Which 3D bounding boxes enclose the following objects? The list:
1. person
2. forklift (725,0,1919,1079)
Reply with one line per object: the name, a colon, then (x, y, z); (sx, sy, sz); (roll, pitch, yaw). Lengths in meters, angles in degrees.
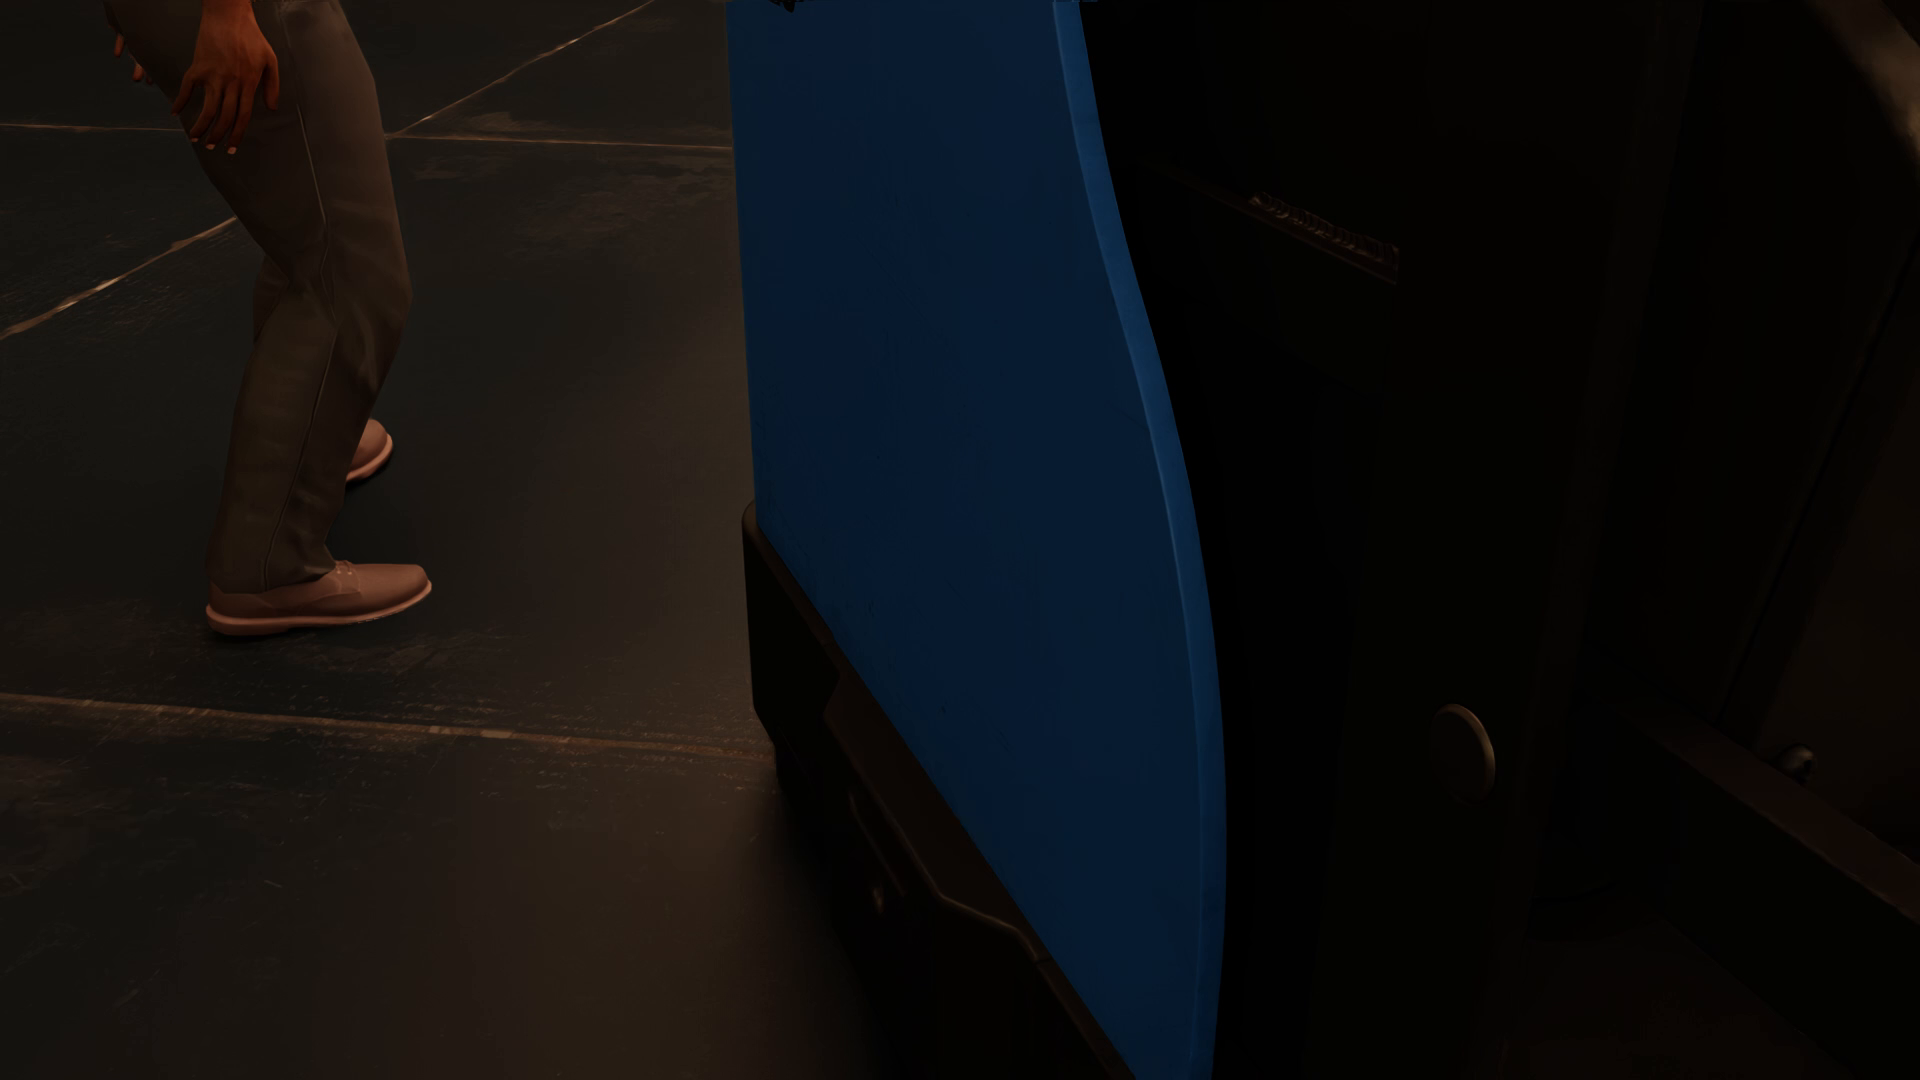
person: (-0.912, -0.686, 2.083); (0.391, 1.628, 0.801); (-15, 30, -27)
forklift: (0.785, -0.552, 0.322); (1.130, 2.935, 3.031); (-10, 28, -20)
